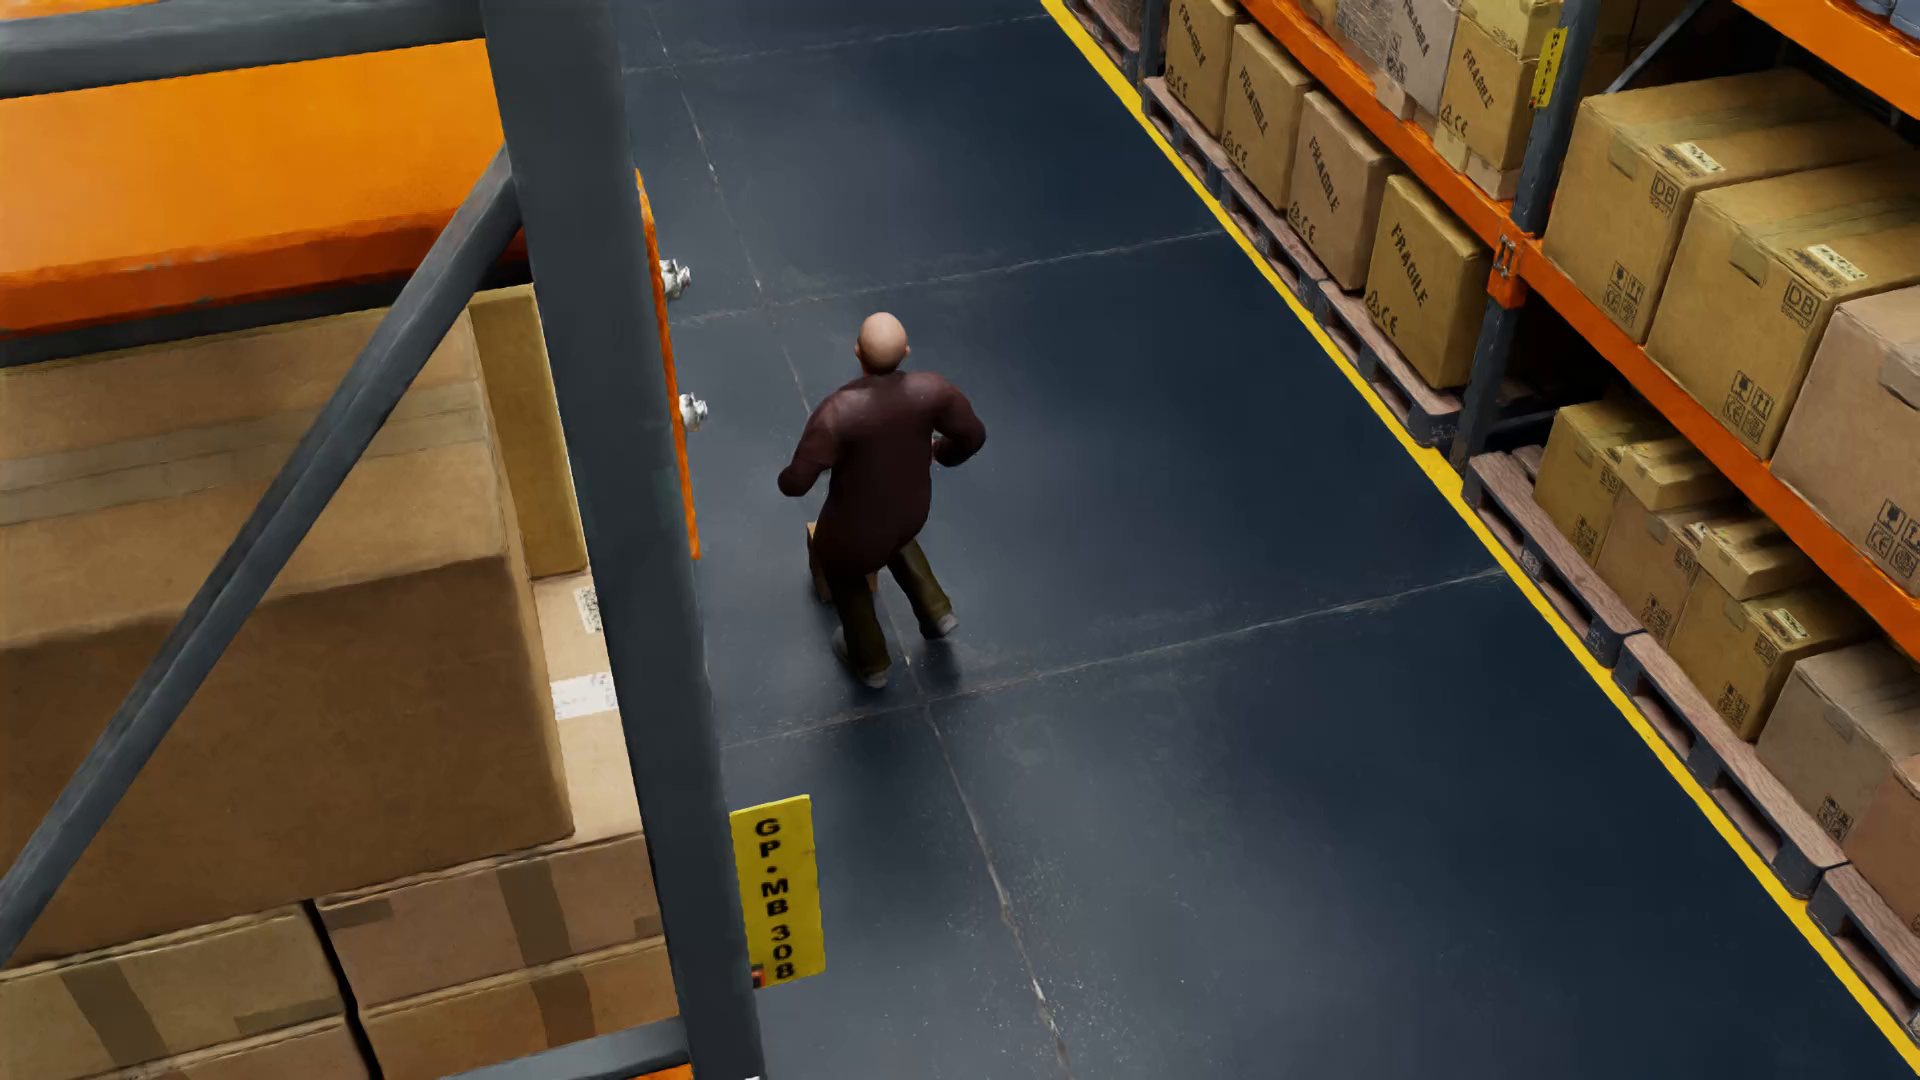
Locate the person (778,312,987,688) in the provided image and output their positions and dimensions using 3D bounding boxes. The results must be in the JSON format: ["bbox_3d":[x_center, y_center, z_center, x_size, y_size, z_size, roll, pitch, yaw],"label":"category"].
[{"bbox_3d":[-0.334,-0.152,6.365,0.785,1.747,0.517,-23,47,-24],"label":"person"}]
